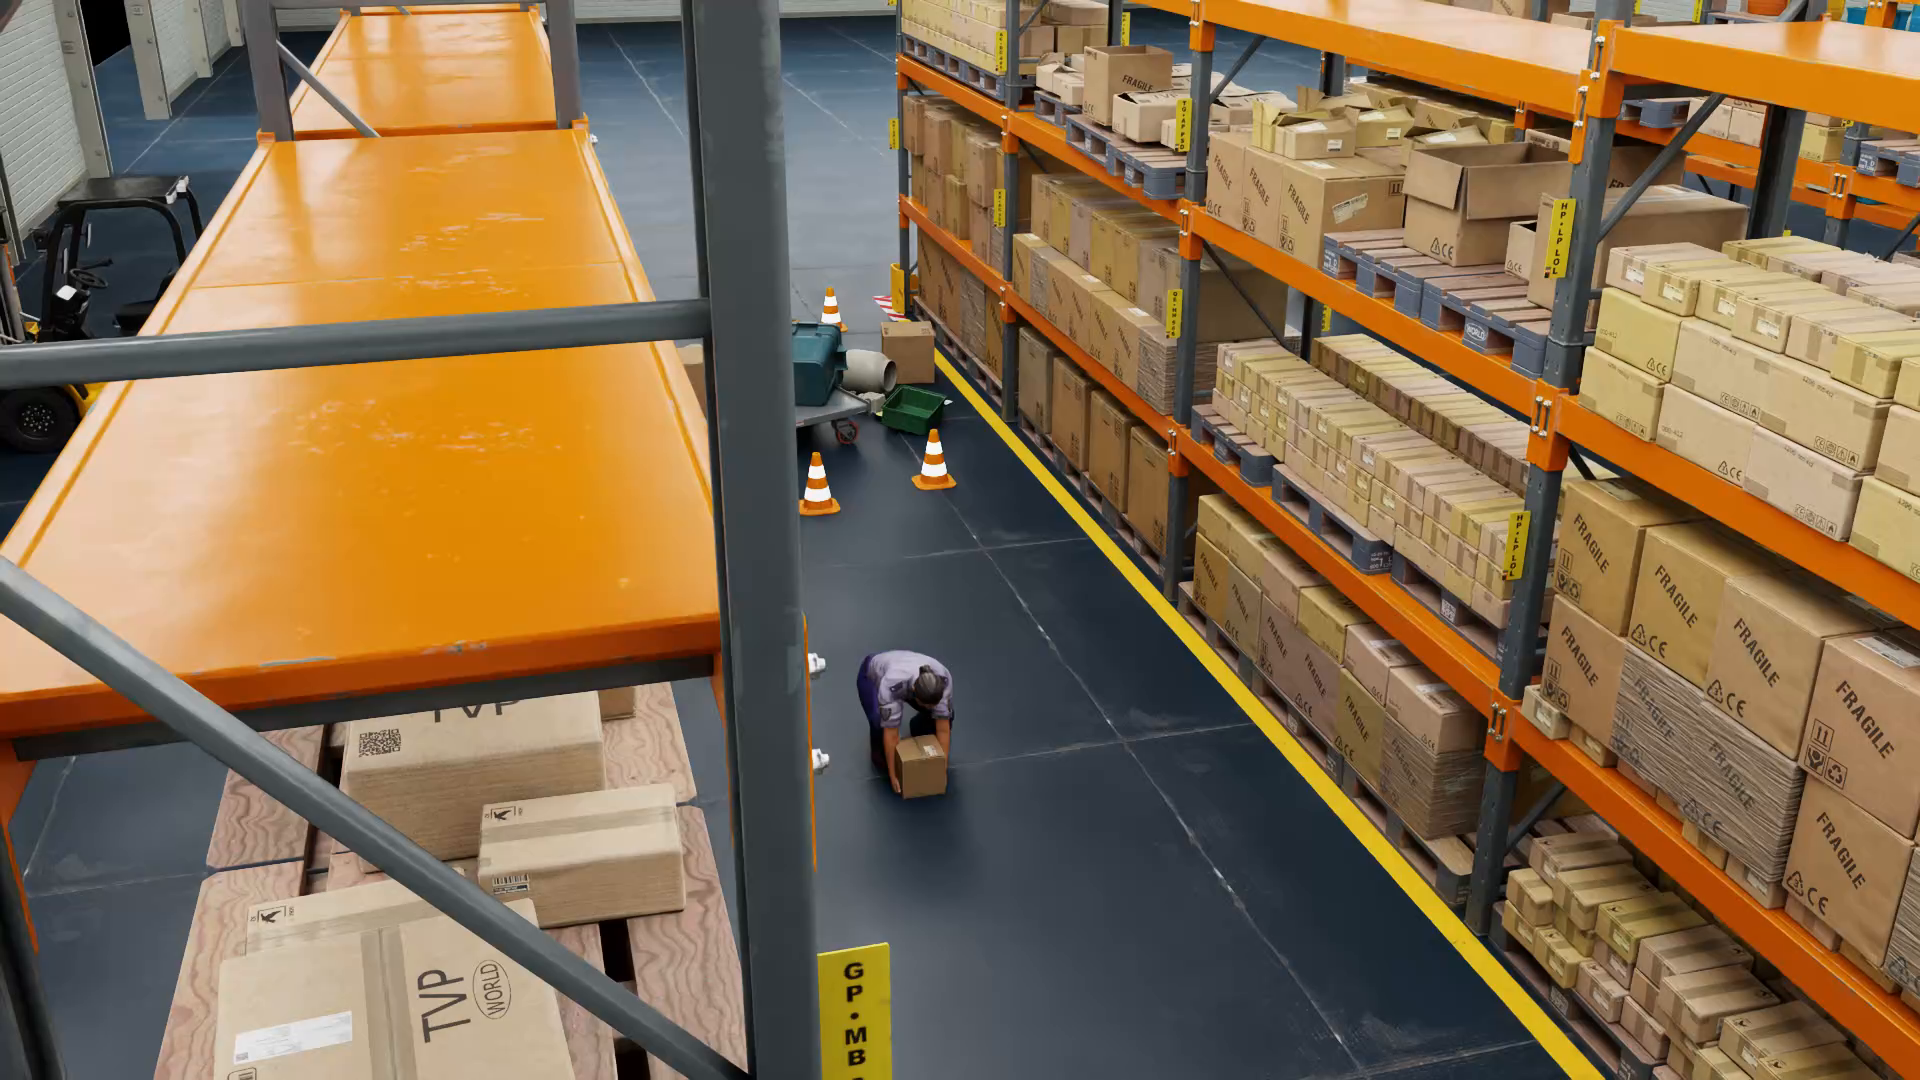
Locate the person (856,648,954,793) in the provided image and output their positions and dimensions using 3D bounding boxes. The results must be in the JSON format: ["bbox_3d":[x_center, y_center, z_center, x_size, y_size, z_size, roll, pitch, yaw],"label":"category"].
[{"bbox_3d":[-0.301,0.967,9.611,0.510,0.790,0.863,-7,24,-15],"label":"person"}]
